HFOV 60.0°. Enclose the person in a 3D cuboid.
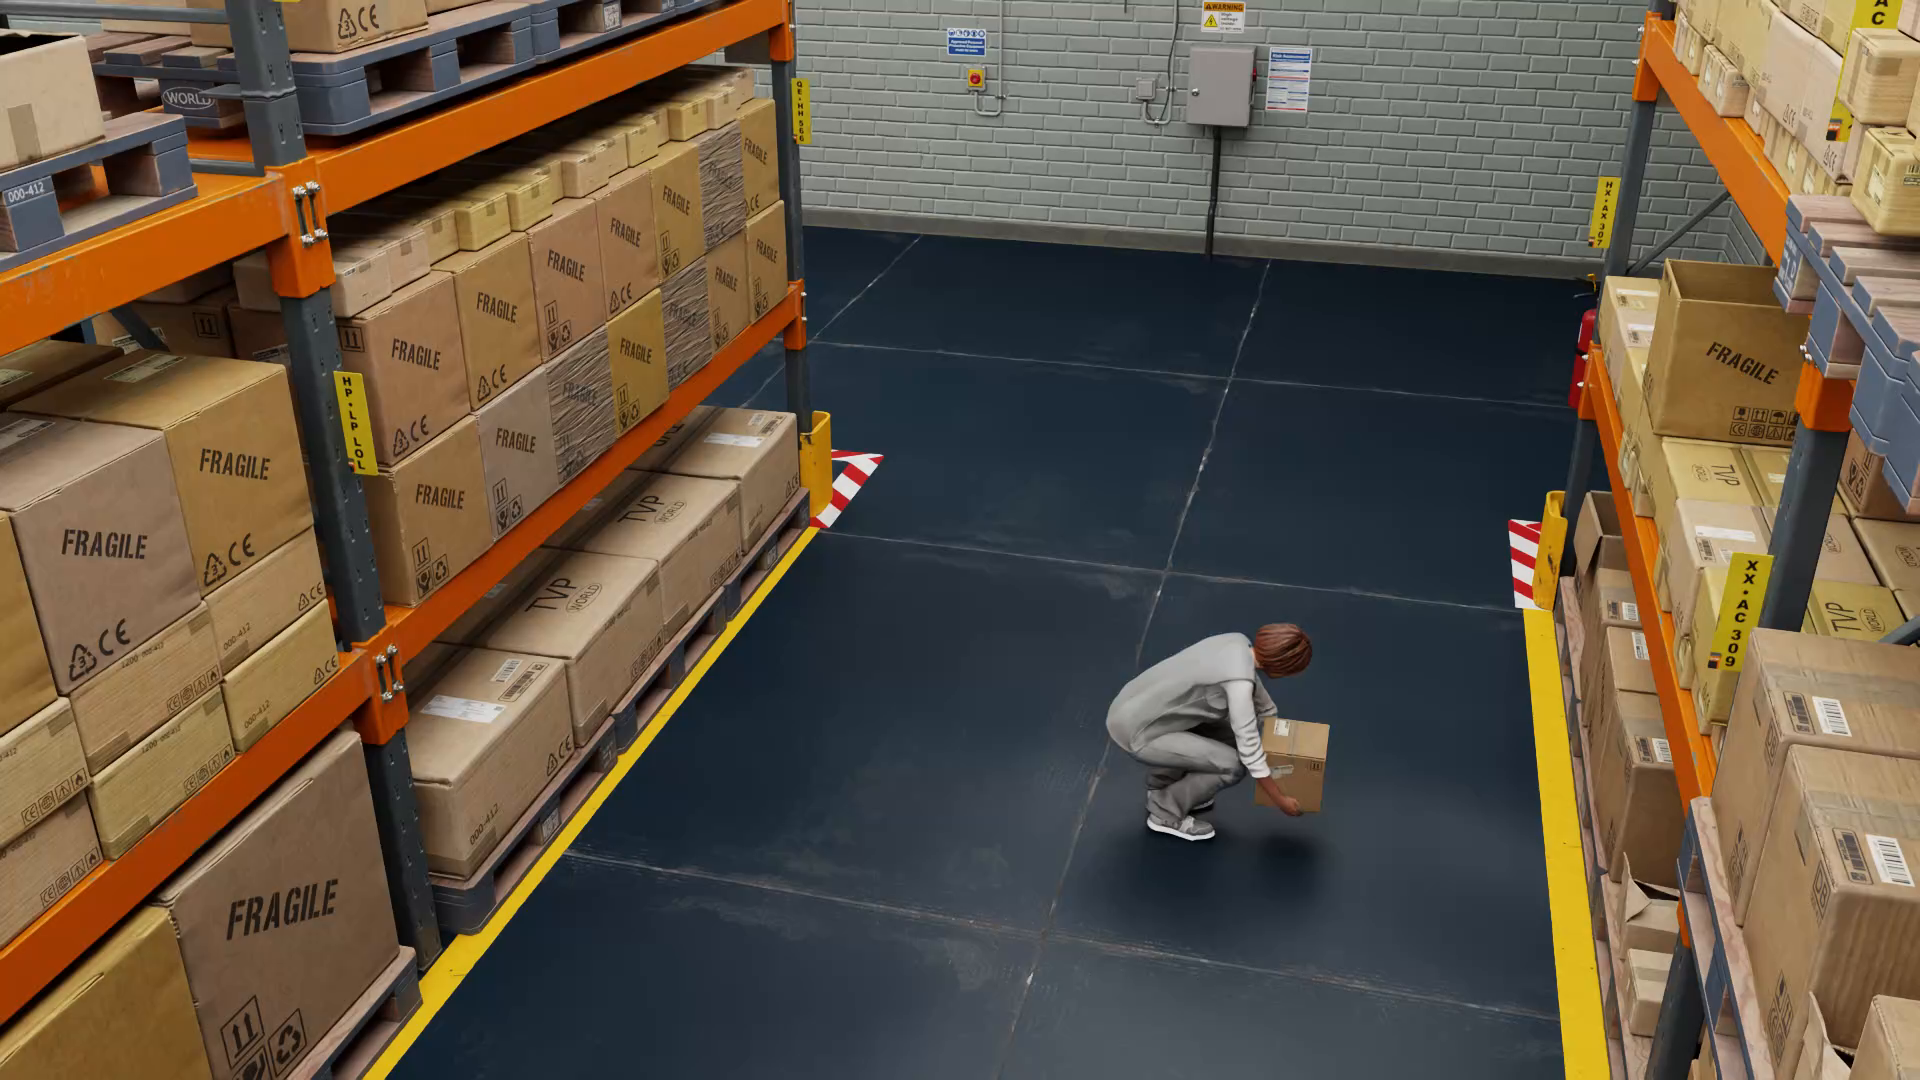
[{"bbox_3d":[0.969,0.733,6.468,0.792,0.848,0.458,6,26,13],"label":"person"}]
